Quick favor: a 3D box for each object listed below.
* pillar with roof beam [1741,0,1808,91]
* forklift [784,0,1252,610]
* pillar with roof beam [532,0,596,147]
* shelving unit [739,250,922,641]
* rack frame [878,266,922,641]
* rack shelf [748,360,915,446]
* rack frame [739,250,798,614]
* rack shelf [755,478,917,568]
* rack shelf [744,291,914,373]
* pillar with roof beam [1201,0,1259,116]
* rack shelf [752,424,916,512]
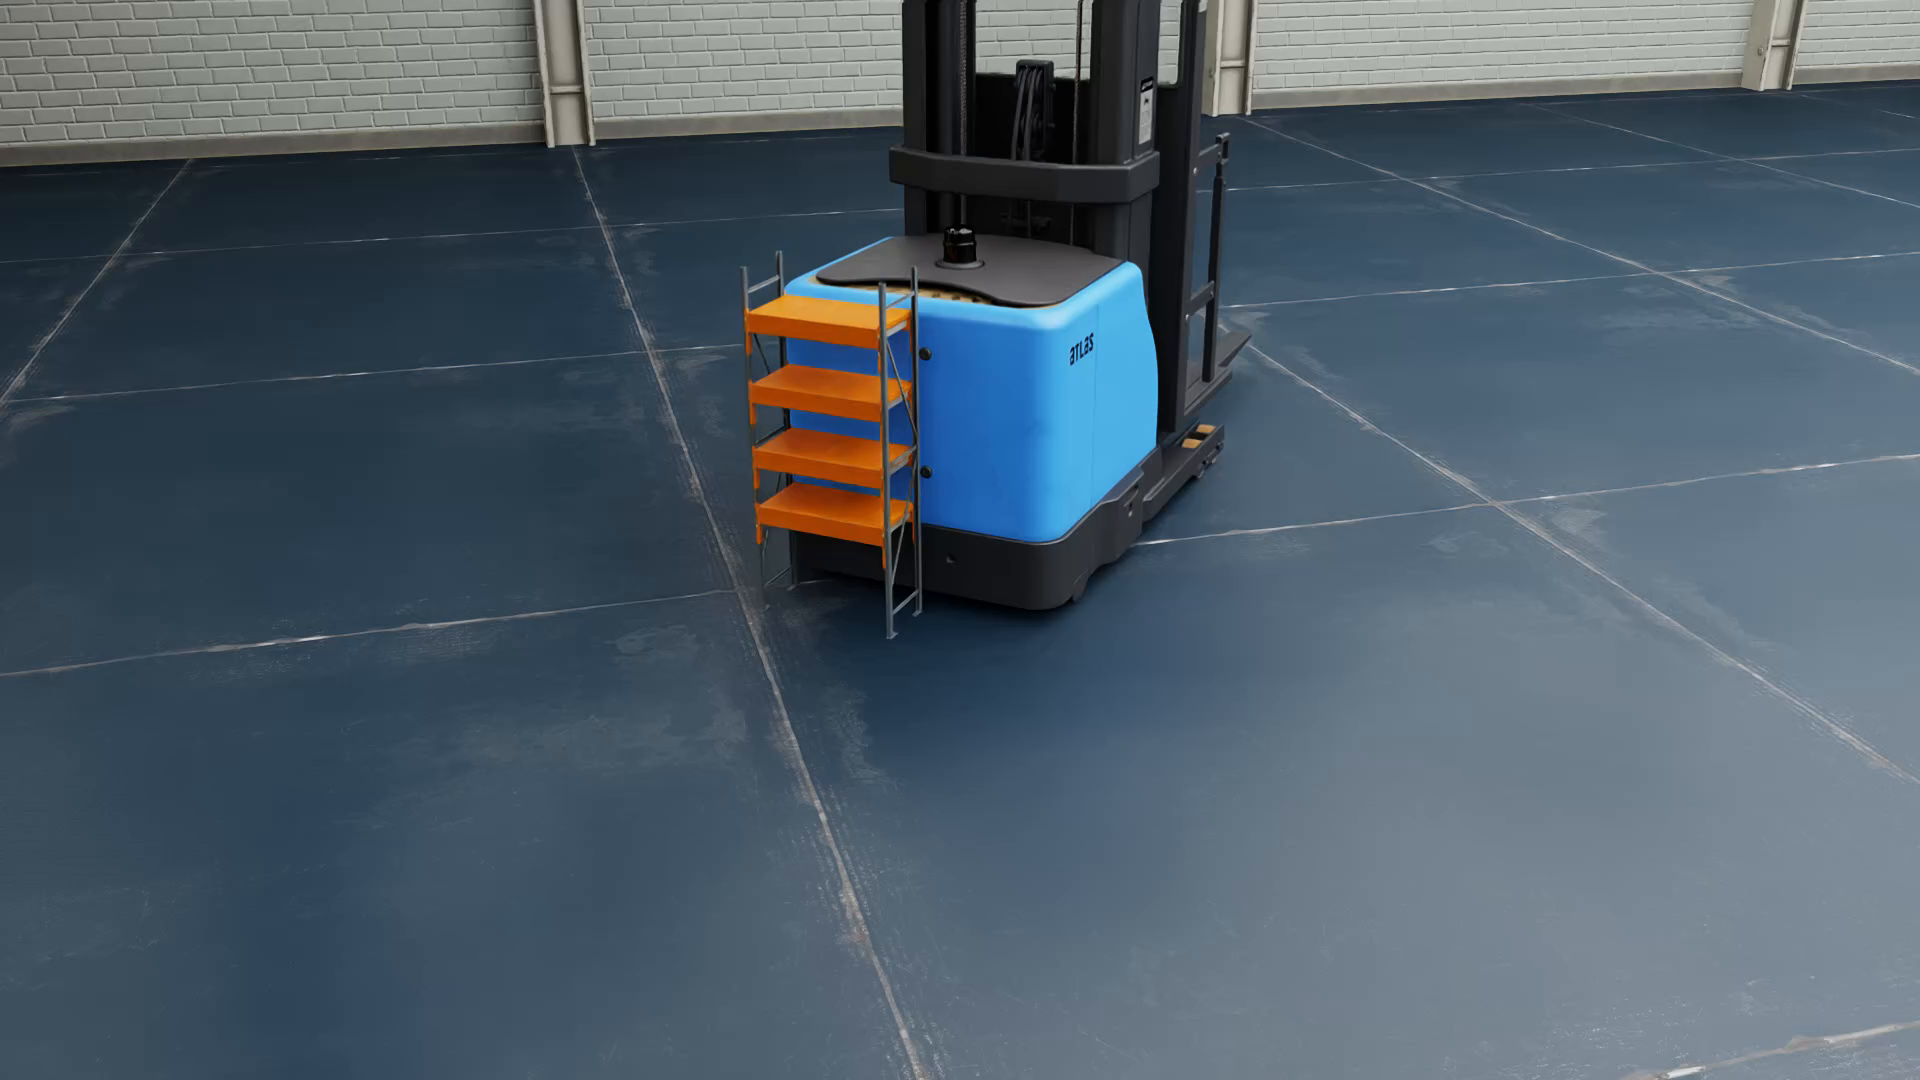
[{"bbox_3d":[9.421,-7.139,11.476,0.400,9.000,9.100,-6,24,-14],"label":"pillar with roof beam"},{"bbox_3d":[0.466,-1.662,6.407,1.130,2.935,3.031,10,25,23],"label":"forklift"},{"bbox_3d":[-2.133,-5.861,8.498,0.400,9.000,9.100,-6,24,-14],"label":"pillar with roof beam"},{"bbox_3d":[-0.409,-0.304,5.434,0.503,1.200,0.258,10,26,23],"label":"shelving unit"},{"bbox_3d":[-0.188,-0.263,5.340,0.015,1.200,0.240,10,26,23],"label":"rack frame"},{"bbox_3d":[-0.410,-0.447,5.371,0.480,0.148,0.258,10,26,23],"label":"rack shelf"},{"bbox_3d":[-0.631,-0.344,5.527,0.015,1.200,0.240,10,26,23],"label":"rack frame"},{"bbox_3d":[-0.409,-0.060,5.540,0.480,0.148,0.258,10,26,23],"label":"rack shelf"},{"bbox_3d":[-0.411,-0.664,5.276,0.480,0.148,0.258,10,26,23],"label":"rack shelf"},{"bbox_3d":[3.644,-6.500,9.987,0.400,9.000,9.100,-6,24,-14],"label":"pillar with roof beam"},{"bbox_3d":[-0.409,-0.242,5.460,0.480,0.148,0.258,10,26,23],"label":"rack shelf"}]
